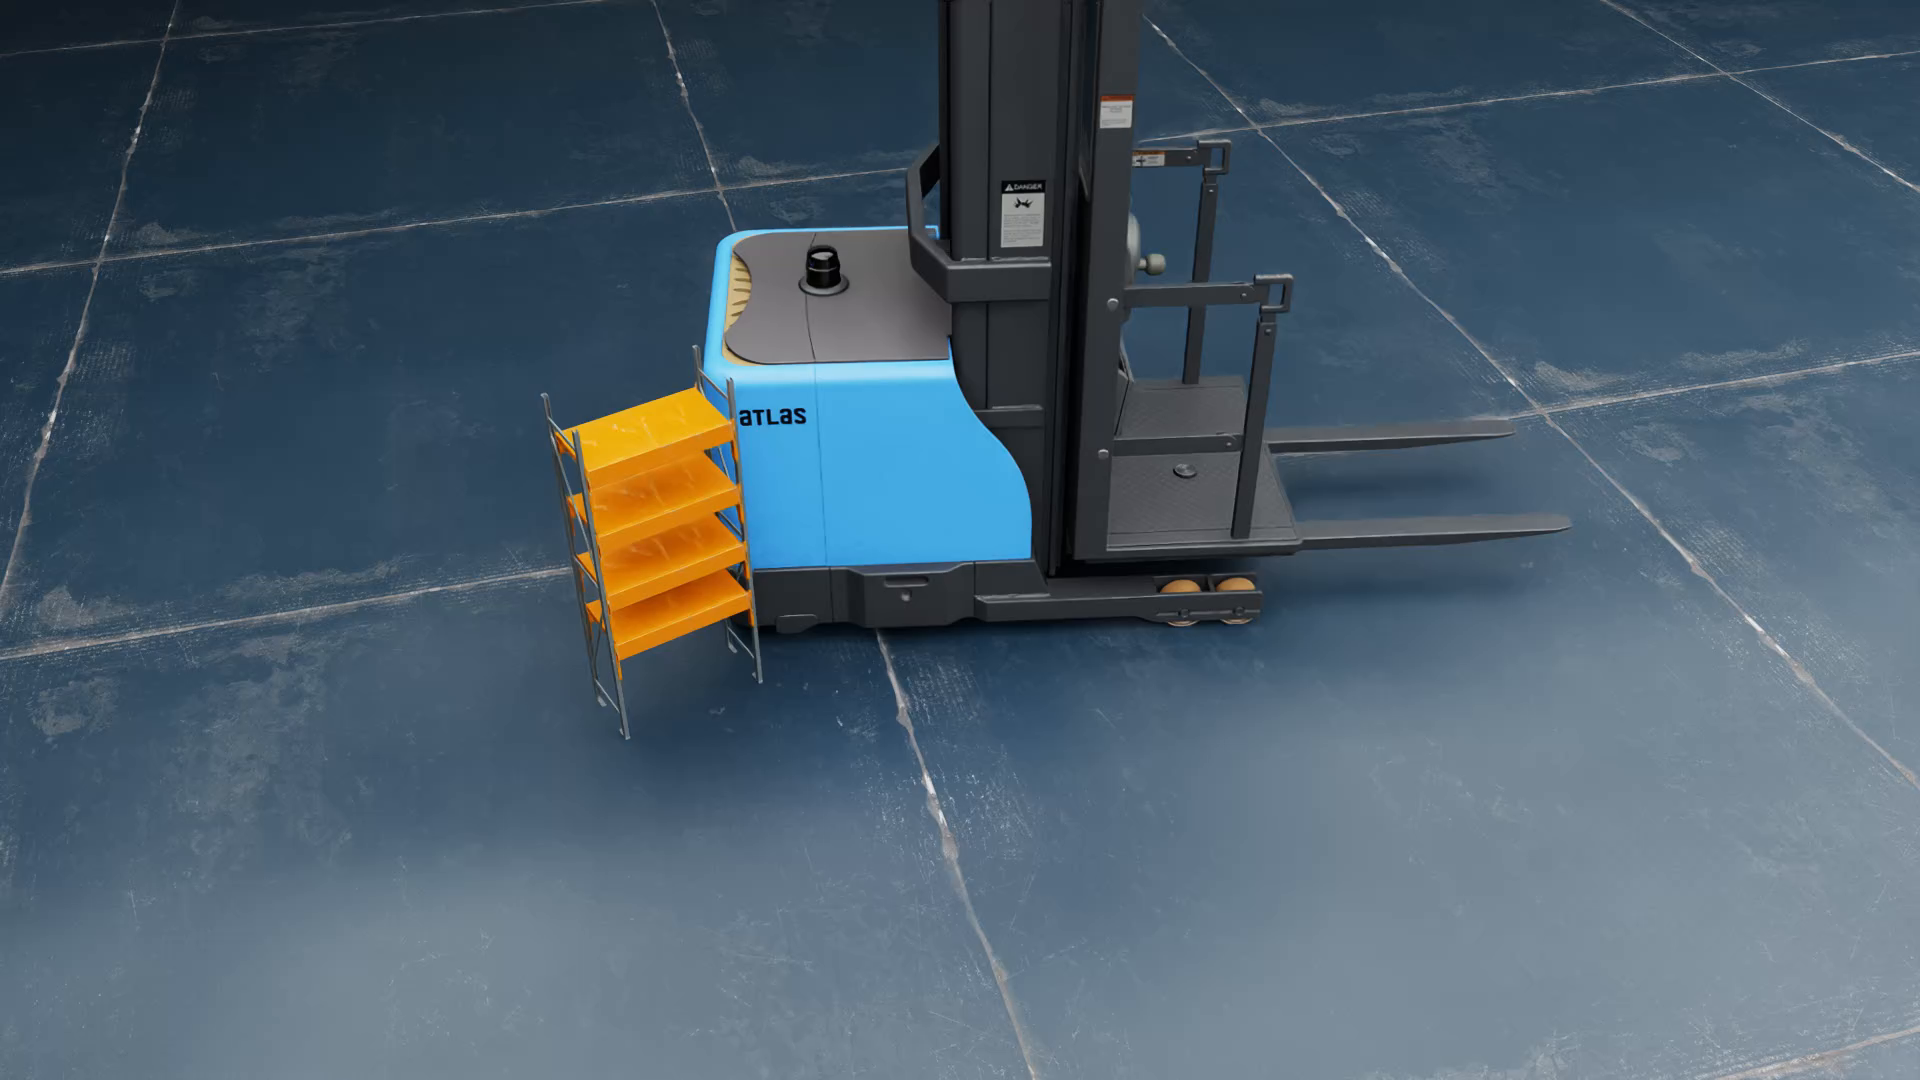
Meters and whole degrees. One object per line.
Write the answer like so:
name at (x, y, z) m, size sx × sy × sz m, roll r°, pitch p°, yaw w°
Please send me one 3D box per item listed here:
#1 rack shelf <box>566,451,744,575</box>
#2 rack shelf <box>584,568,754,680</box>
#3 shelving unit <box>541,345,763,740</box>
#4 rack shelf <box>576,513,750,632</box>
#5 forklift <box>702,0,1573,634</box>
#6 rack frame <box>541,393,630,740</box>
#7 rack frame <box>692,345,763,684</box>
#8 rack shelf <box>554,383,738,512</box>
rack shelf at (-0.942, -0.095, 5.129) m, size 0.480 × 0.148 × 0.258 m, roll -22°, pitch 43°, yaw -26°
rack shelf at (-0.942, 0.240, 5.386) m, size 0.480 × 0.148 × 0.258 m, roll -22°, pitch 43°, yaw -26°
shelving unit at (-0.942, 0.029, 5.224) m, size 0.503 × 1.200 × 0.258 m, roll -22°, pitch 43°, yaw -26°
rack shelf at (-0.942, 0.083, 5.265) m, size 0.480 × 0.148 × 0.258 m, roll -22°, pitch 43°, yaw -26°
forklift at (0.661, -1.180, 5.380) m, size 3.031 × 2.935 × 1.130 m, roll -2°, pitch 37°, yaw -3°
rack frame at (-1.145, 0.112, 5.116) m, size 0.015 × 1.200 × 0.240 m, roll -22°, pitch 43°, yaw -26°
rack frame at (-0.739, -0.053, 5.332) m, size 0.015 × 1.200 × 0.240 m, roll -22°, pitch 43°, yaw -26°
rack shelf at (-0.942, -0.283, 4.986) m, size 0.480 × 0.148 × 0.258 m, roll -22°, pitch 43°, yaw -26°
